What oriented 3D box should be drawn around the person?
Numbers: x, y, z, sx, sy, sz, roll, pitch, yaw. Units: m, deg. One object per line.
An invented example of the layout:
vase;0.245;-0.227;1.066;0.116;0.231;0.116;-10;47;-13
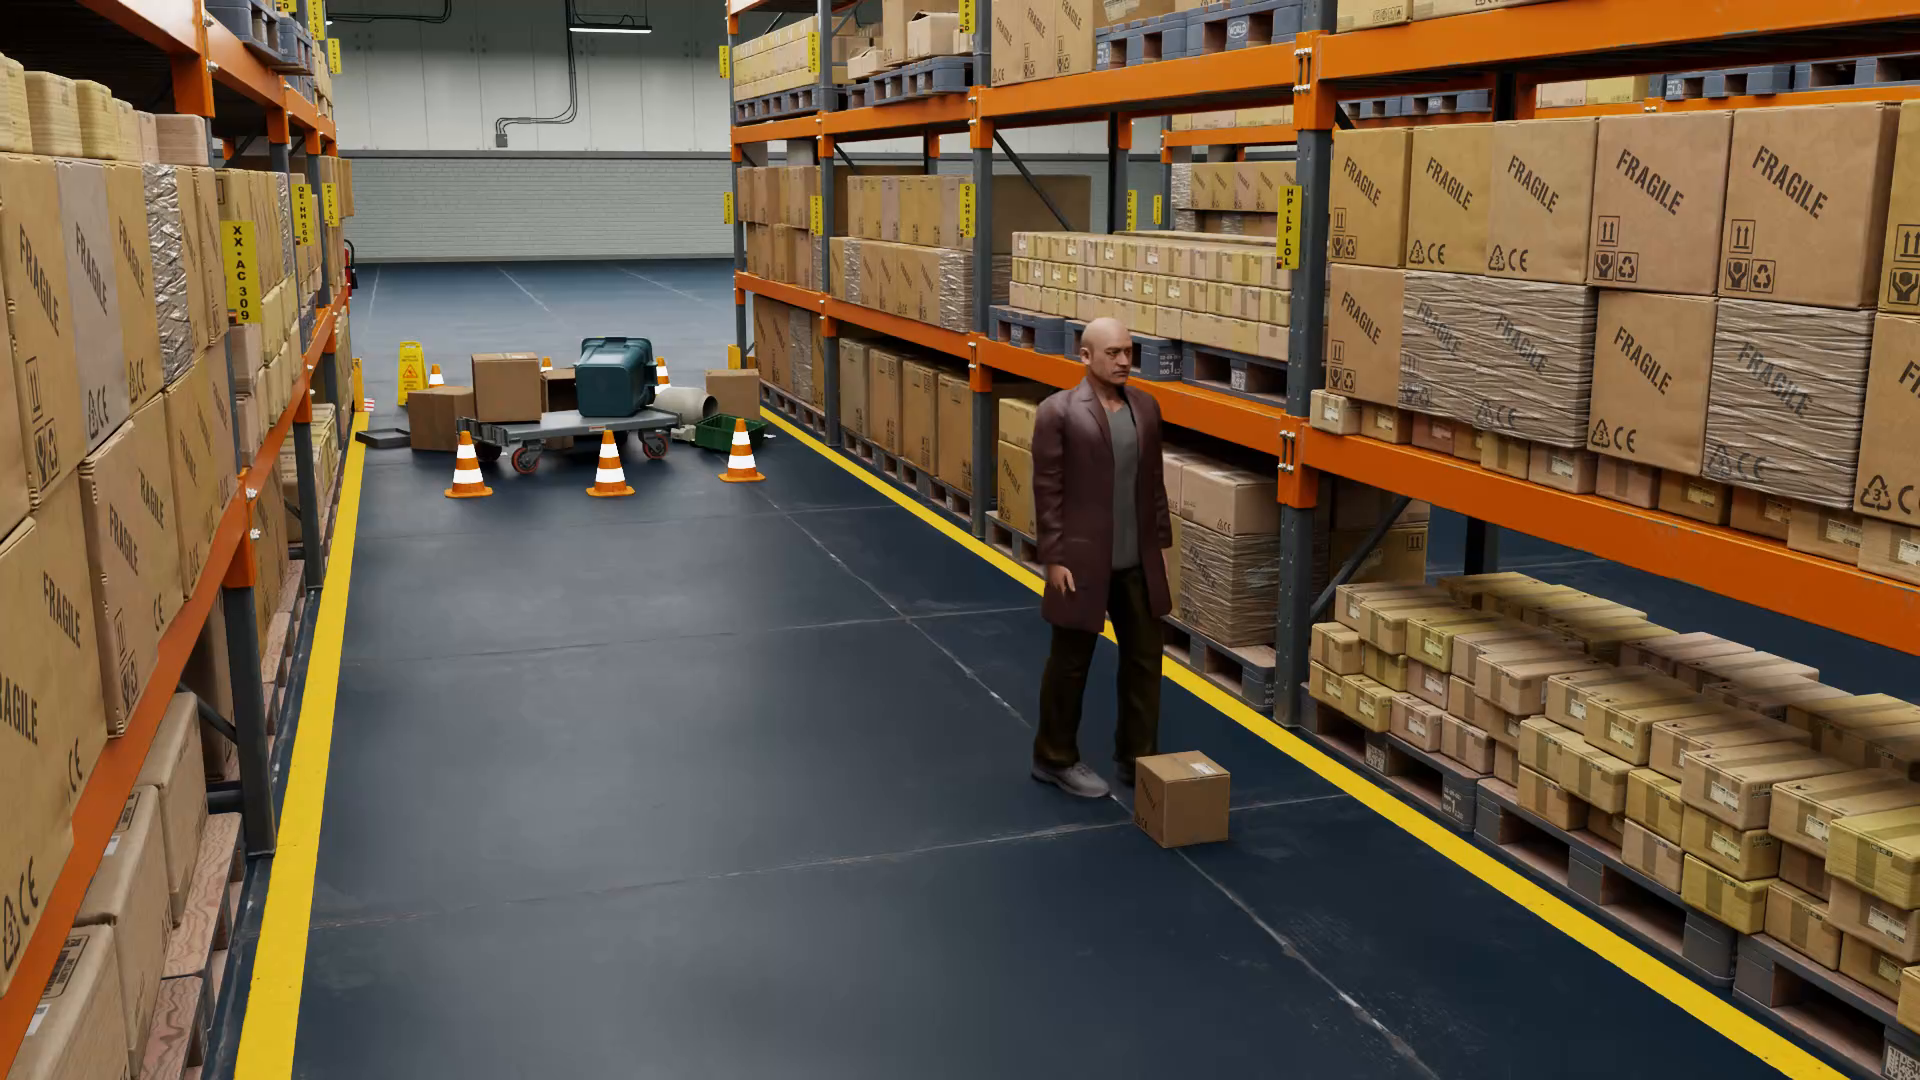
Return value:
person;0.571;0.082;6.151;0.582;1.793;0.533;-6;14;-27
